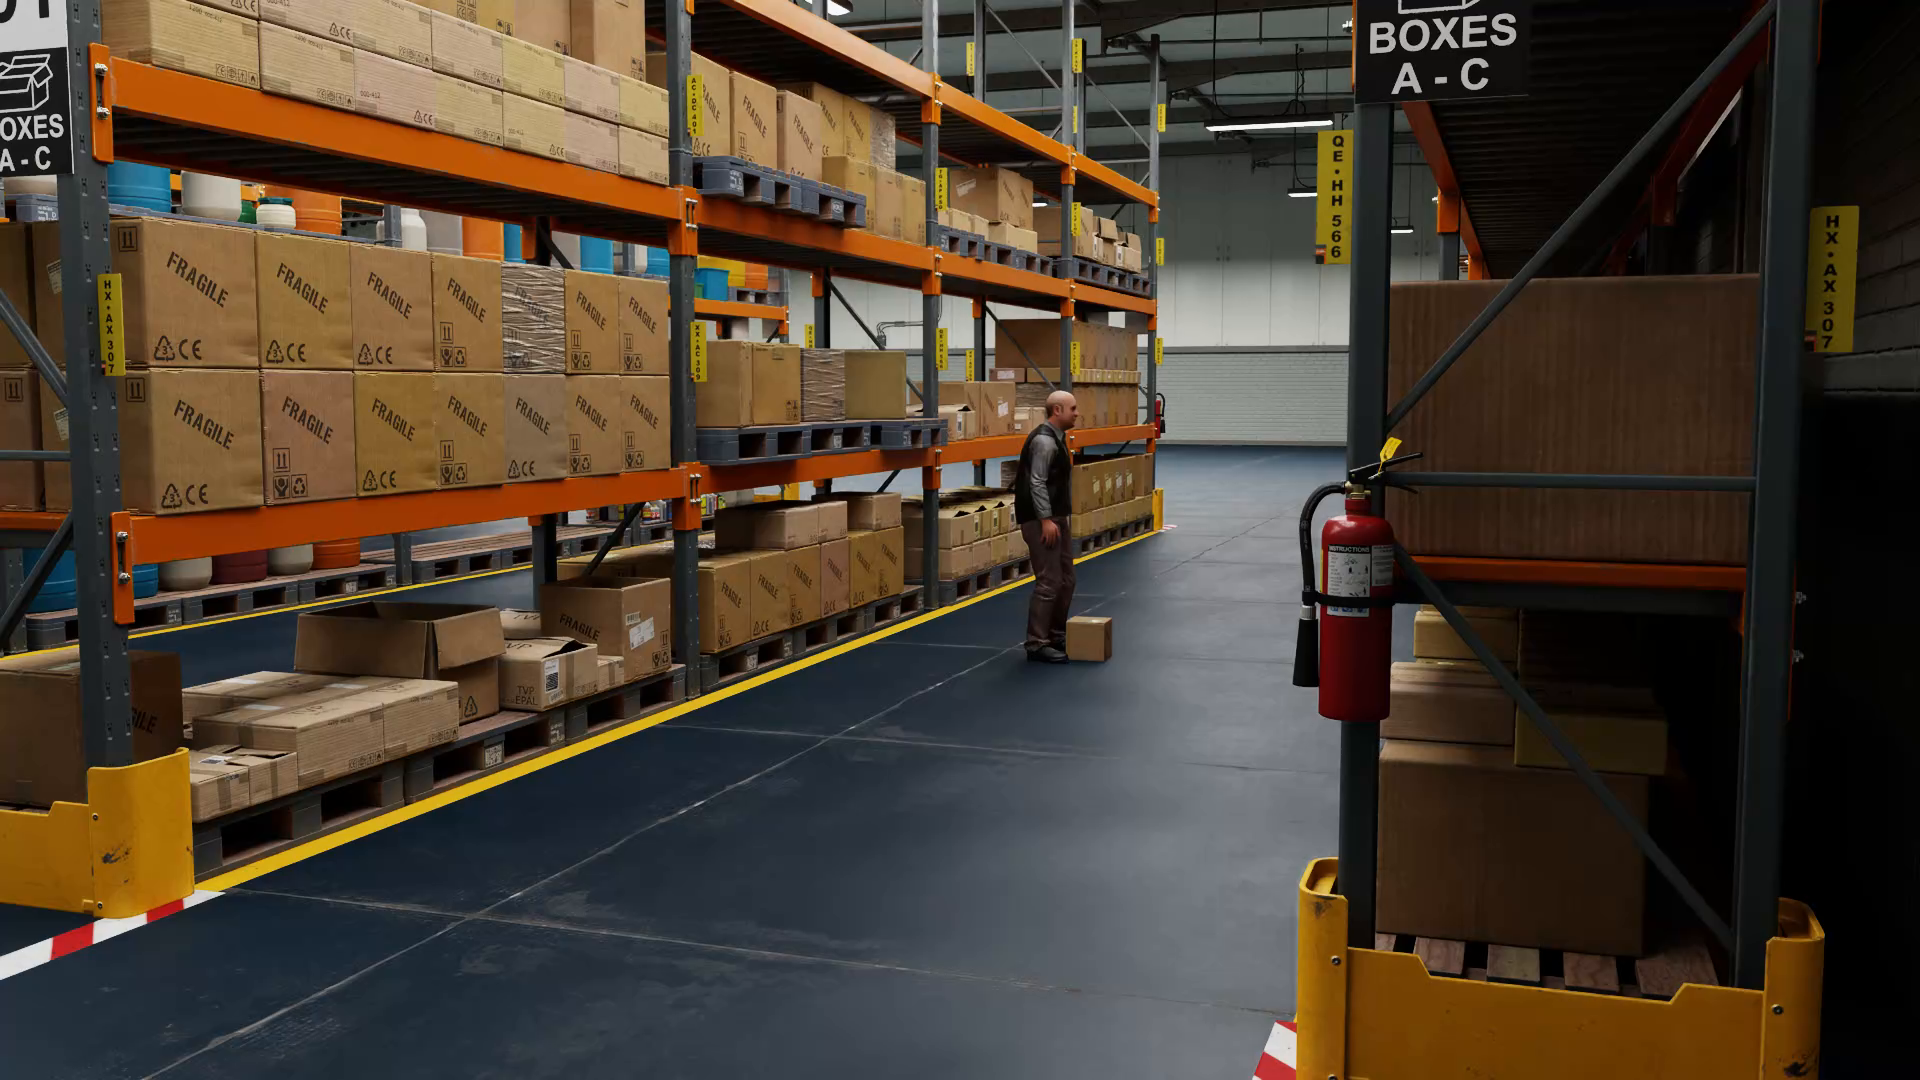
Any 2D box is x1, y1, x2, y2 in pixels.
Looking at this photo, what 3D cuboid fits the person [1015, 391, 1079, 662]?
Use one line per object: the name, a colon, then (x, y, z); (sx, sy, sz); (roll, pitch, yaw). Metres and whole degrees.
person: (0.591, -0.102, 10.747); (0.470, 1.721, 0.594); (1, 5, 15)
